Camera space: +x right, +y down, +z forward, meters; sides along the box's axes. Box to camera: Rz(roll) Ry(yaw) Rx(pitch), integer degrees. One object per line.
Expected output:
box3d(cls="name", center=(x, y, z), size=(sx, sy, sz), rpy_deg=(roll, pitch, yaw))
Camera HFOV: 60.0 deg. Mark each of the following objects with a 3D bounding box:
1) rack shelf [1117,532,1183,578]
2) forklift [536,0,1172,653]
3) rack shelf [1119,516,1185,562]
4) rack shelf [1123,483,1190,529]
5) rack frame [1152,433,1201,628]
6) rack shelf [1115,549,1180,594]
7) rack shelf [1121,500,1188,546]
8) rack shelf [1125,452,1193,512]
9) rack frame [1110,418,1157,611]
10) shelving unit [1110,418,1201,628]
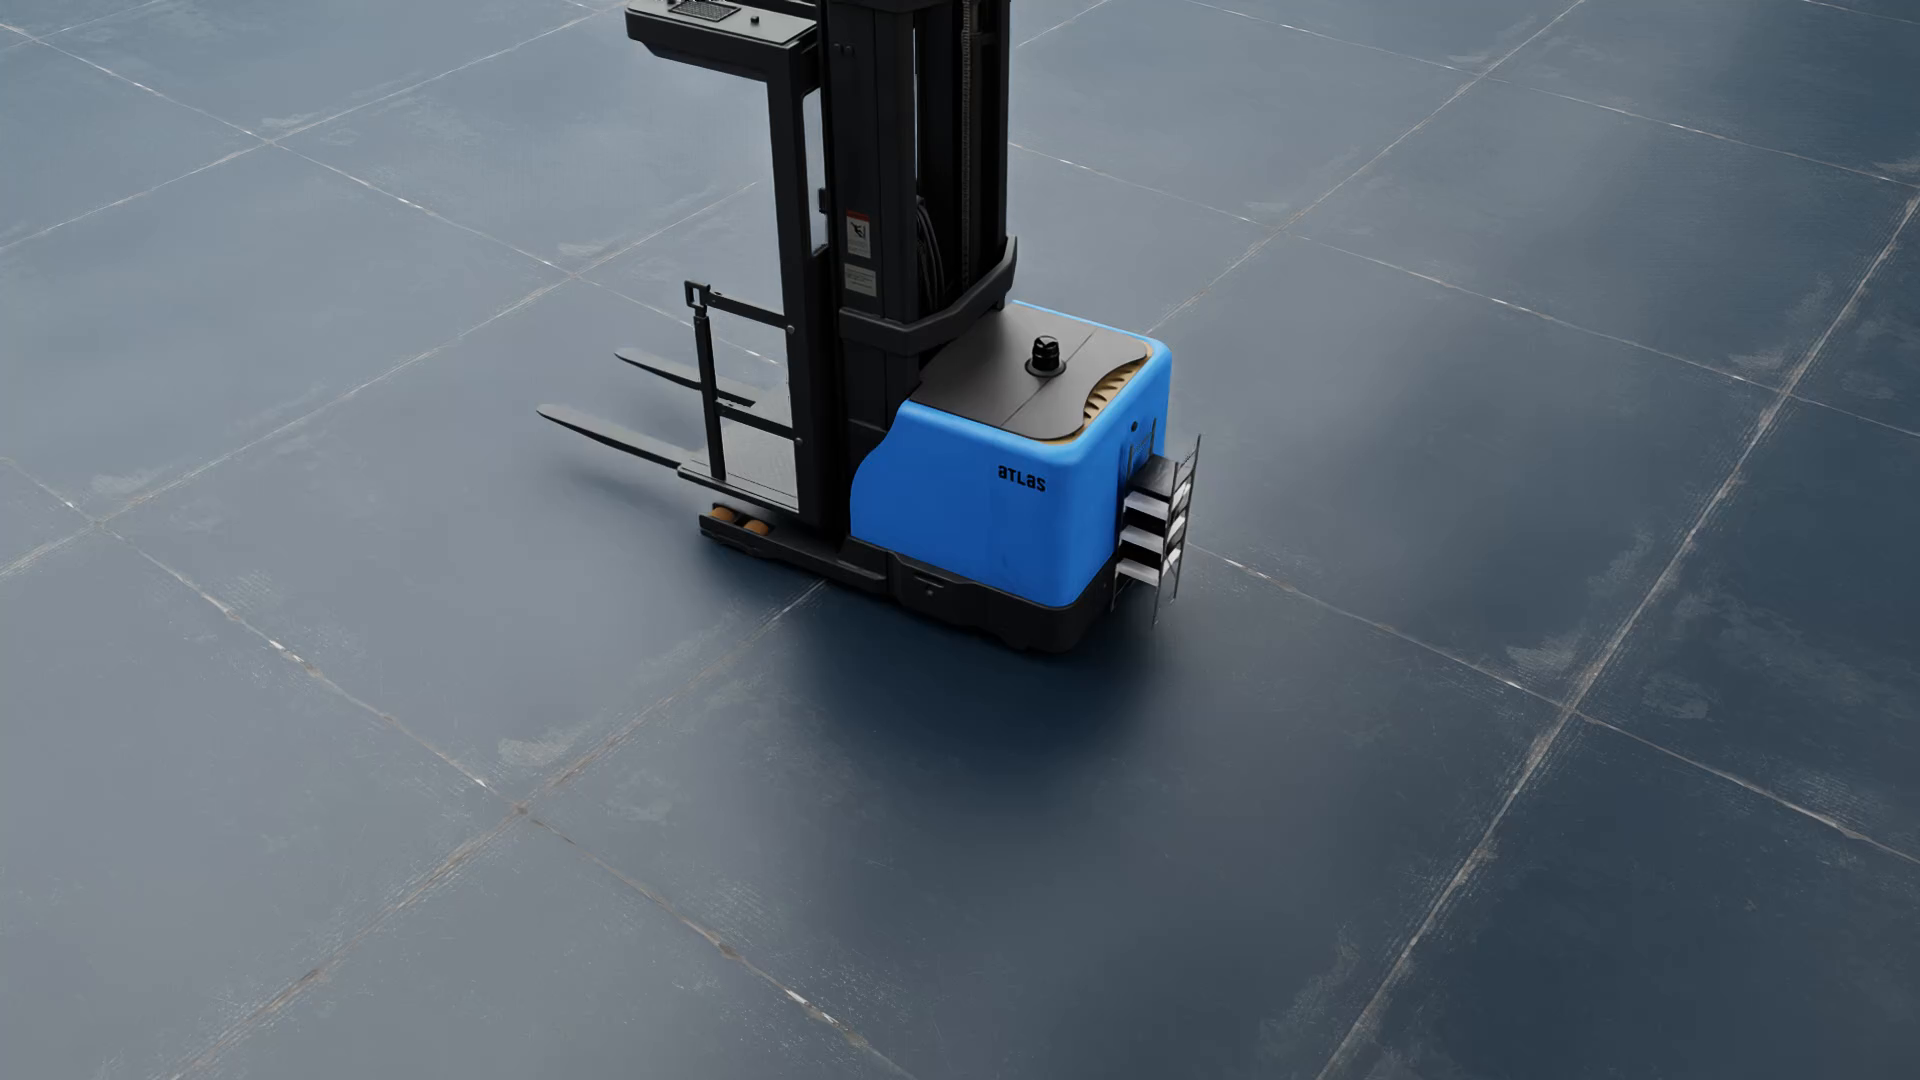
box3d(cls="rack shelf", center=(0.824, 0.034, 7.170), size=(0.200, 0.077, 0.258), rpy_deg=(22, 43, 22))
box3d(cls="forklift", center=(-0.617, -1.340, 7.083), size=(3.031, 2.935, 1.130), rpy_deg=(19, 42, 23))
box3d(cls="rack shelf", center=(0.827, -0.036, 7.114), size=(0.200, 0.077, 0.258), rpy_deg=(22, 43, 22))
box3d(cls="rack shelf", center=(0.833, -0.175, 7.000), size=(0.200, 0.077, 0.258), rpy_deg=(22, 43, 22))
box3d(cls="rack frame", center=(0.916, -0.027, 7.054), size=(0.006, 0.900, 0.240), rpy_deg=(22, 43, 22))
box3d(cls="rack shelf", center=(0.821, 0.103, 7.227), size=(0.200, 0.077, 0.258), rpy_deg=(22, 43, 22))
box3d(cls="rack shelf", center=(0.830, -0.106, 7.057), size=(0.200, 0.077, 0.258), rpy_deg=(22, 43, 22))
box3d(cls="rack shelf", center=(0.836, -0.245, 6.943), size=(0.200, 0.077, 0.258), rpy_deg=(22, 43, 22))
box3d(cls="rack frame", center=(0.741, -0.097, 7.131), size=(0.006, 0.900, 0.240), rpy_deg=(22, 43, 22))
box3d(cls="shelving unit", center=(0.828, -0.062, 7.092), size=(0.210, 0.900, 0.258), rpy_deg=(22, 43, 22))
